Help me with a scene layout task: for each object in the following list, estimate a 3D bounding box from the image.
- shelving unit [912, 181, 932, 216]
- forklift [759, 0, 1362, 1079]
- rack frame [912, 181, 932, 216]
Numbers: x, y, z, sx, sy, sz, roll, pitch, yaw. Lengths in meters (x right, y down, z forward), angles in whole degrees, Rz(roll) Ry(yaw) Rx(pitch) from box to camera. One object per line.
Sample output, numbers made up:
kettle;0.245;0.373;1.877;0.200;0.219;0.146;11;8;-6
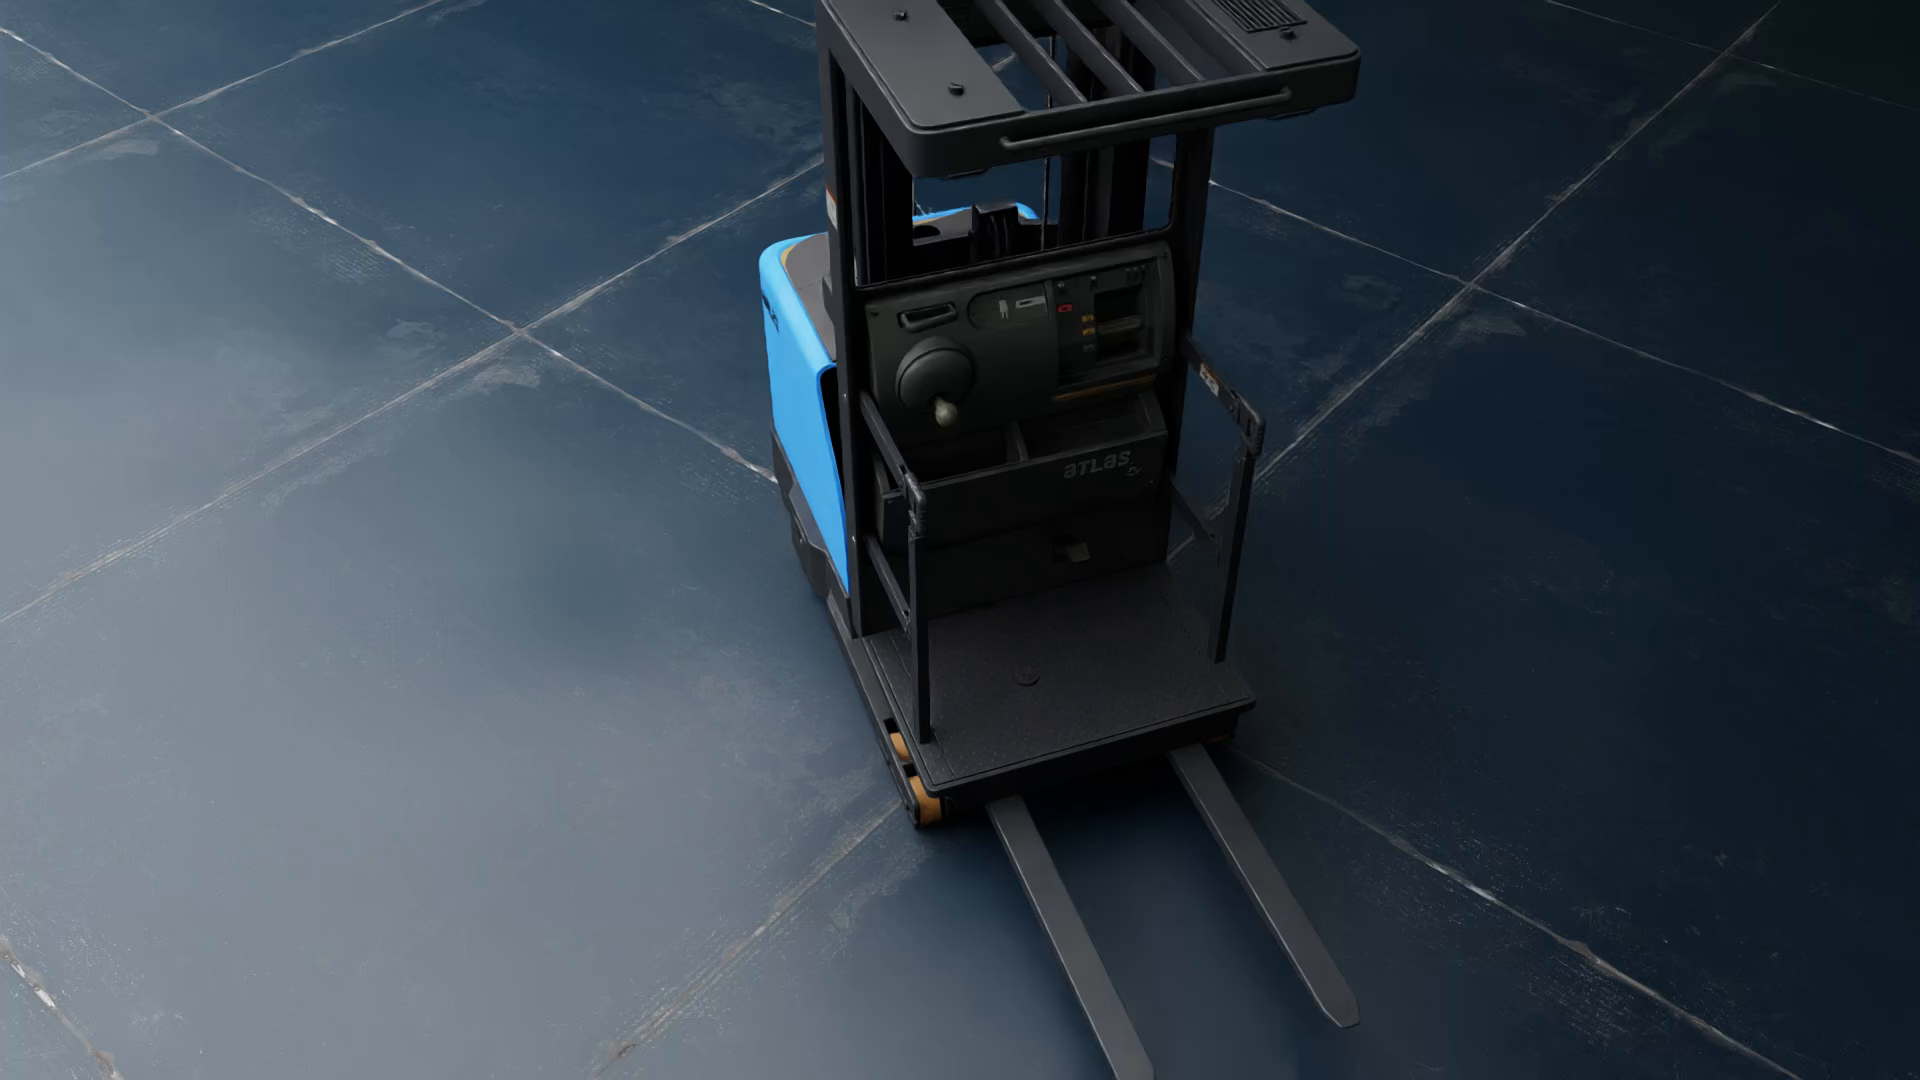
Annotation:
shelving unit;-0.253;-0.849;6.403;0.252;1.050;0.215;-14;44;-15
forklift;0.259;-0.500;4.621;1.130;2.935;3.031;-14;44;-14
rack frame;-0.139;-0.878;6.435;0.008;1.050;0.200;-14;44;-15
